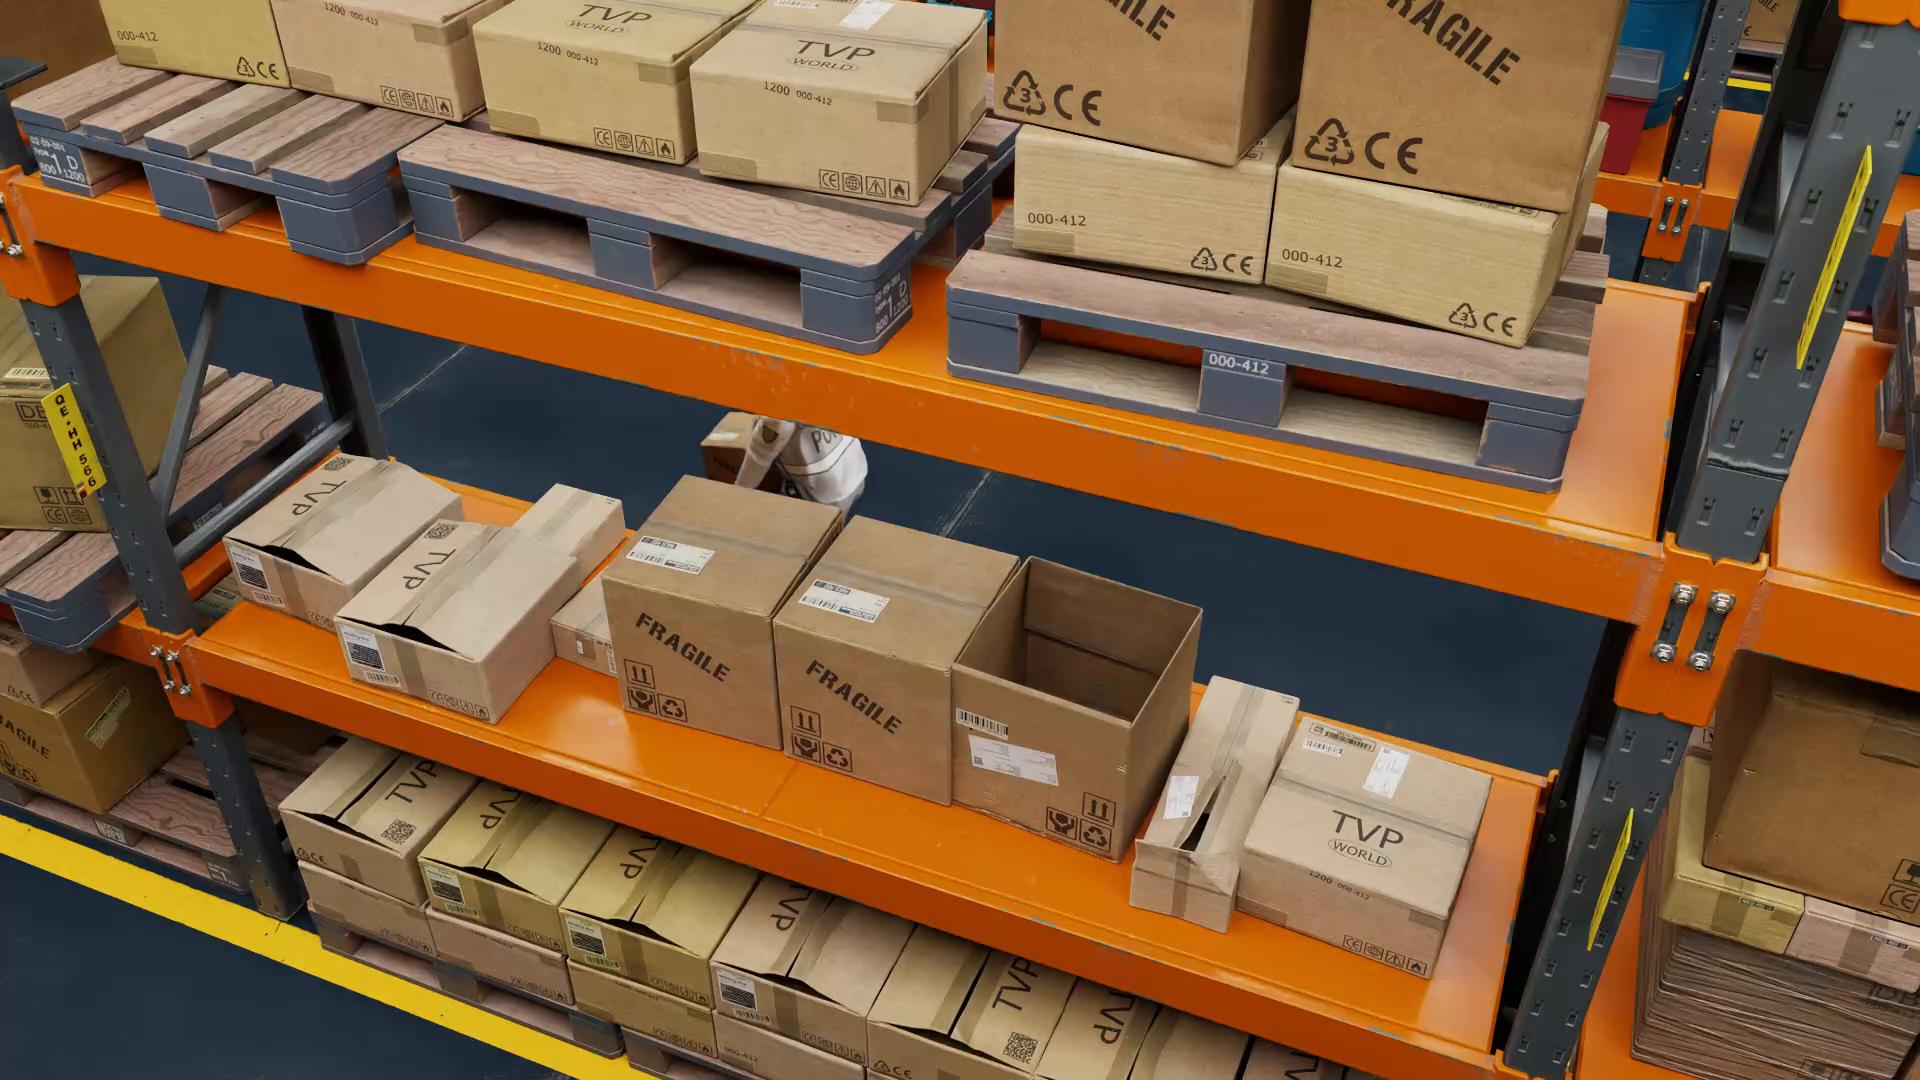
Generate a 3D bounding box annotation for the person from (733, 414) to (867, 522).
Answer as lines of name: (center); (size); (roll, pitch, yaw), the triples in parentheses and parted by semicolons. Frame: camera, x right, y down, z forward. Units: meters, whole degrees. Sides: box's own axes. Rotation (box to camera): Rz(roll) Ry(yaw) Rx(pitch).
person: (-0.636, -0.201, 6.418); (0.541, 1.664, 0.417); (13, 40, 16)
